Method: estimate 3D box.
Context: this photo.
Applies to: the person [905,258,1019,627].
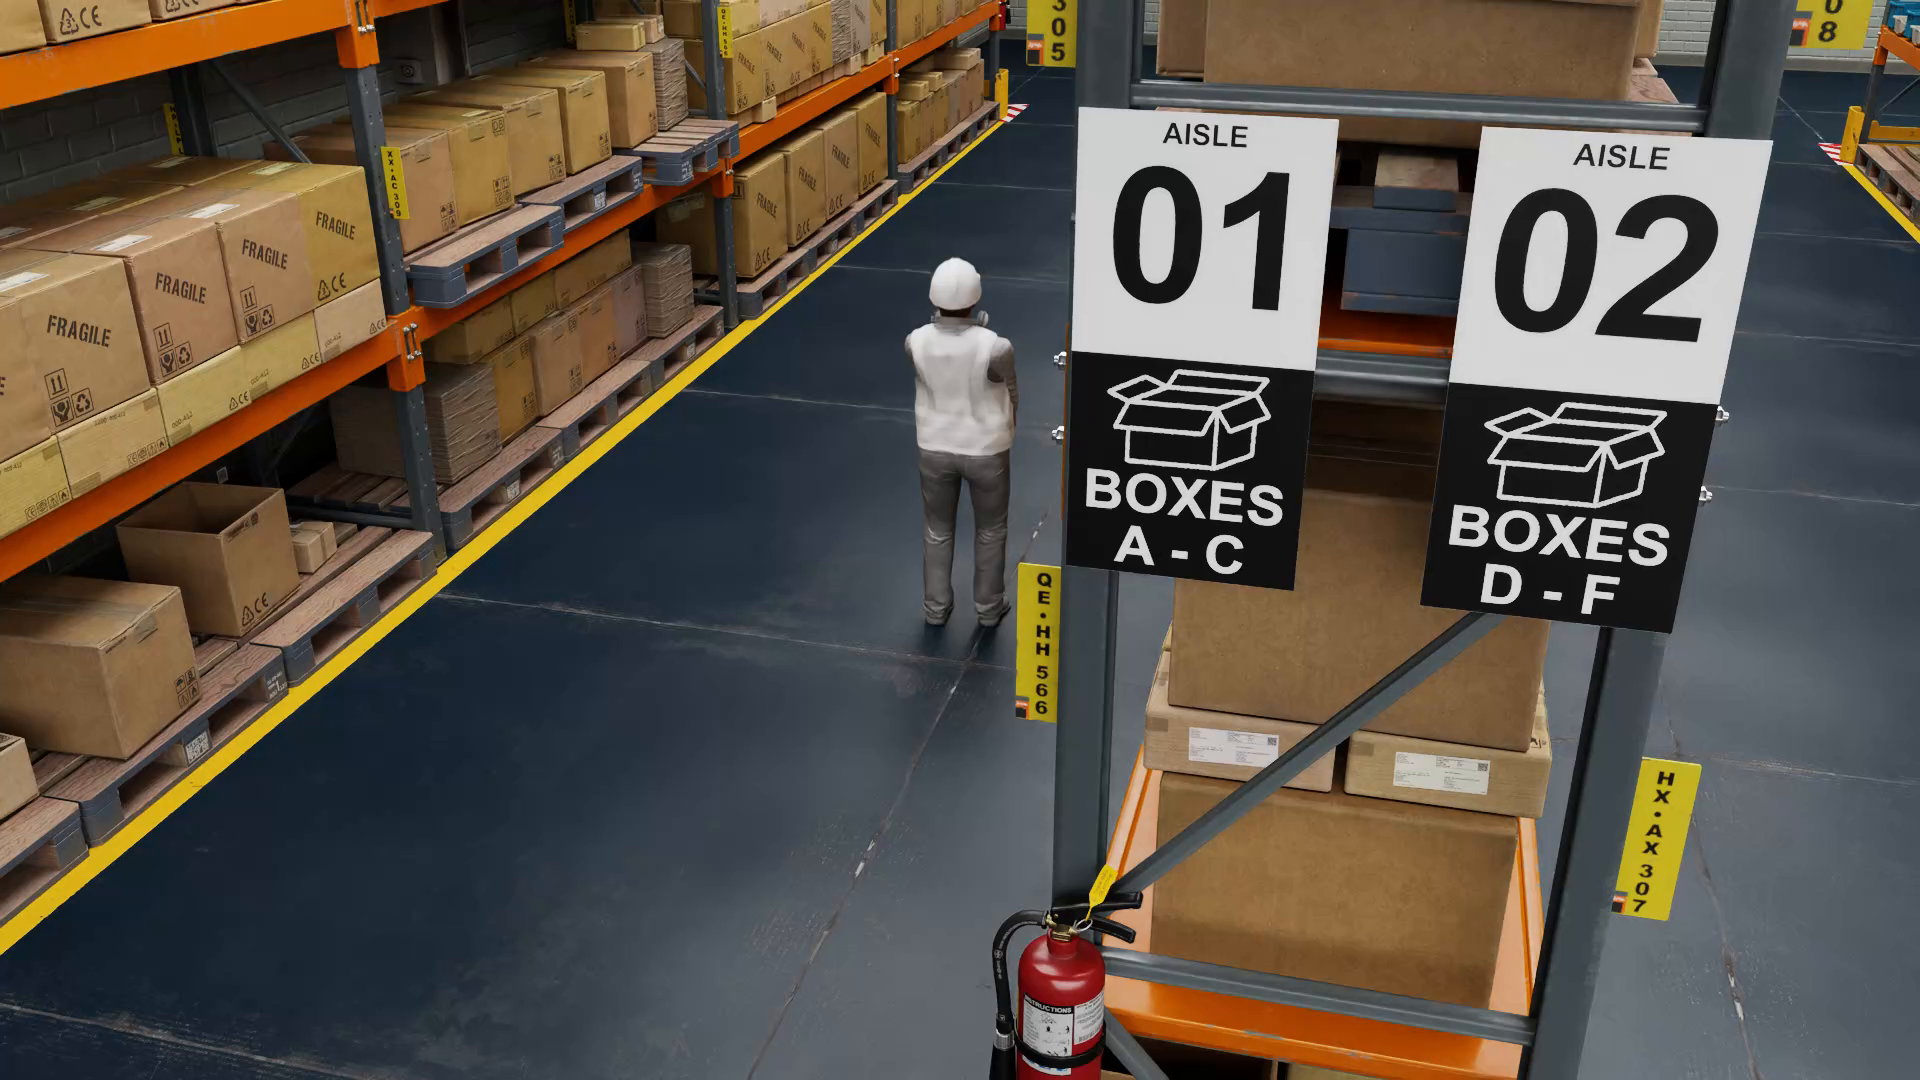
[{"bbox_3d":[0.026,-0.458,7.564,0.494,1.762,0.555,7,26,14],"label":"person"}]
